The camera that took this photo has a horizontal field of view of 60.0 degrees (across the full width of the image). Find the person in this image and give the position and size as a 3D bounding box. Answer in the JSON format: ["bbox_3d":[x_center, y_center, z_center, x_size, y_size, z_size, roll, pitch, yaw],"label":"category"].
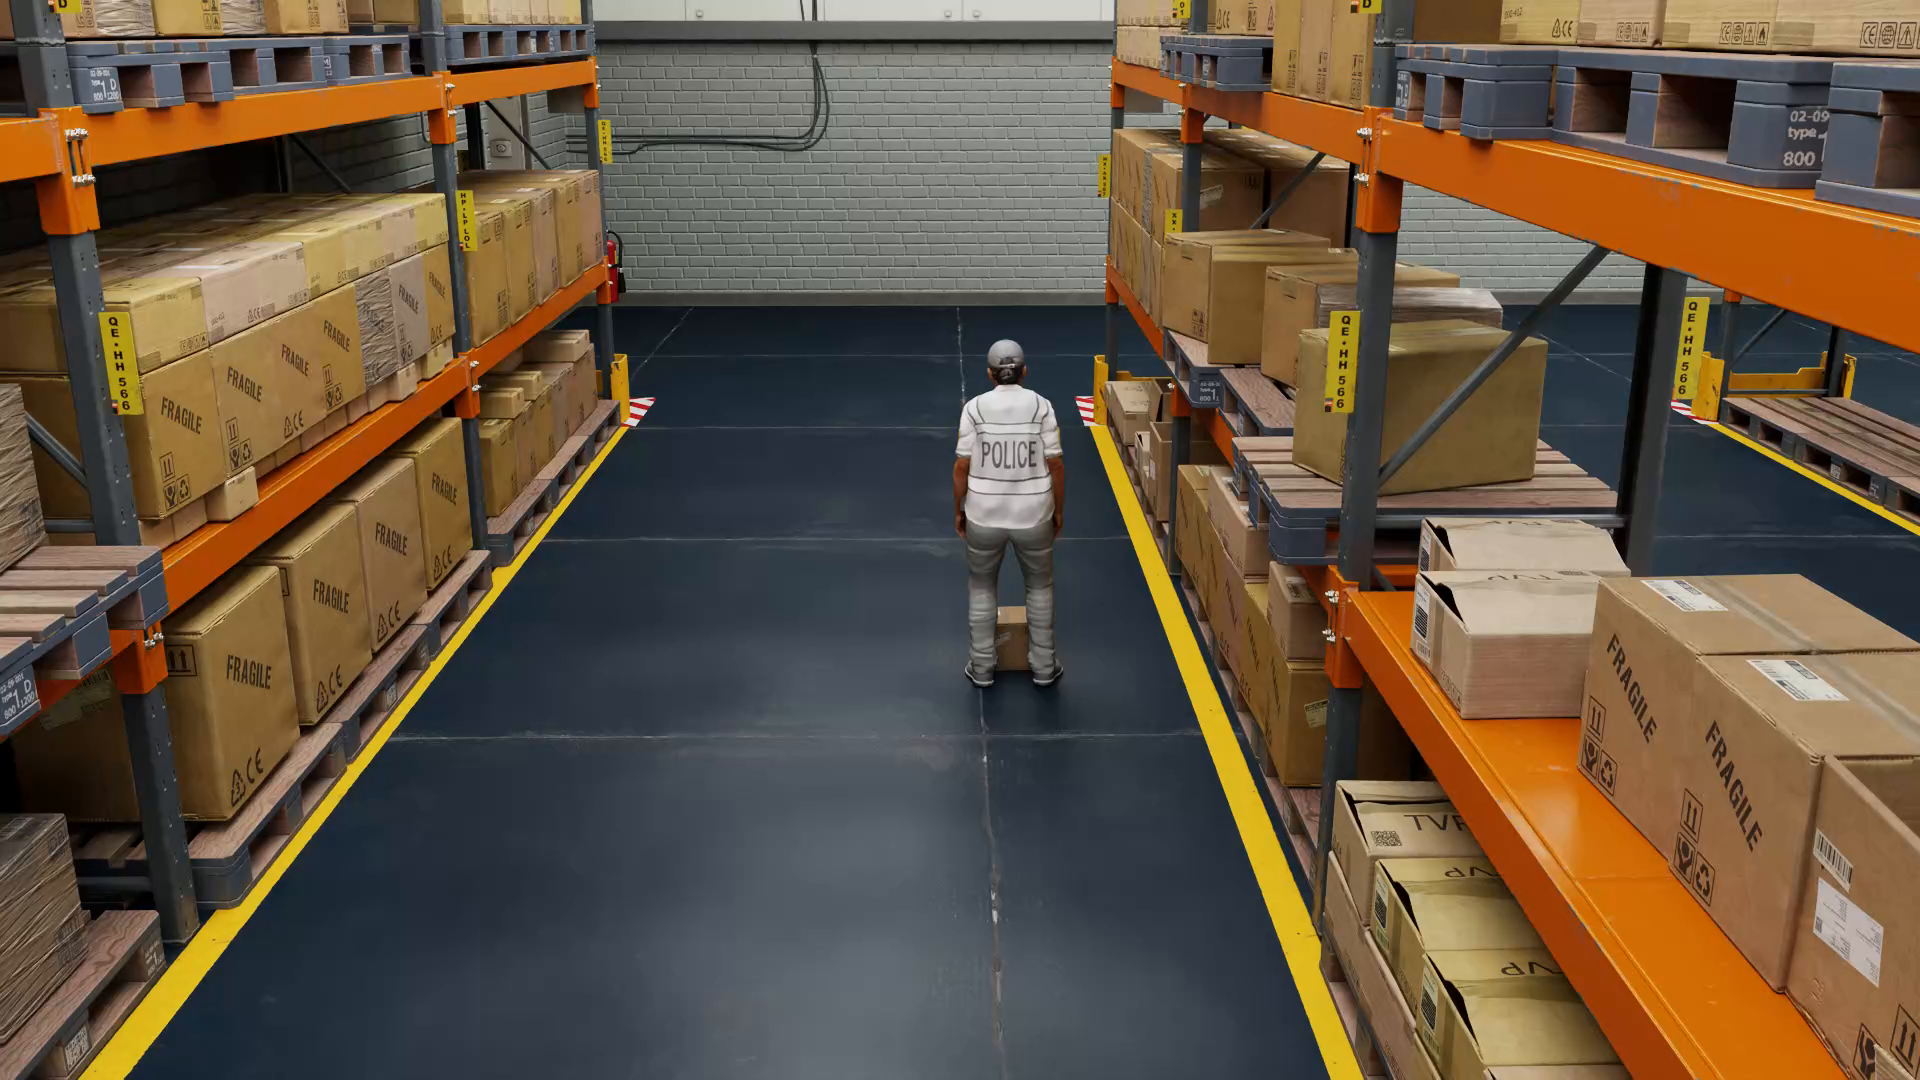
[{"bbox_3d":[0.239,-0.117,7.912,0.538,1.666,0.465,0,17,1],"label":"person"}]
